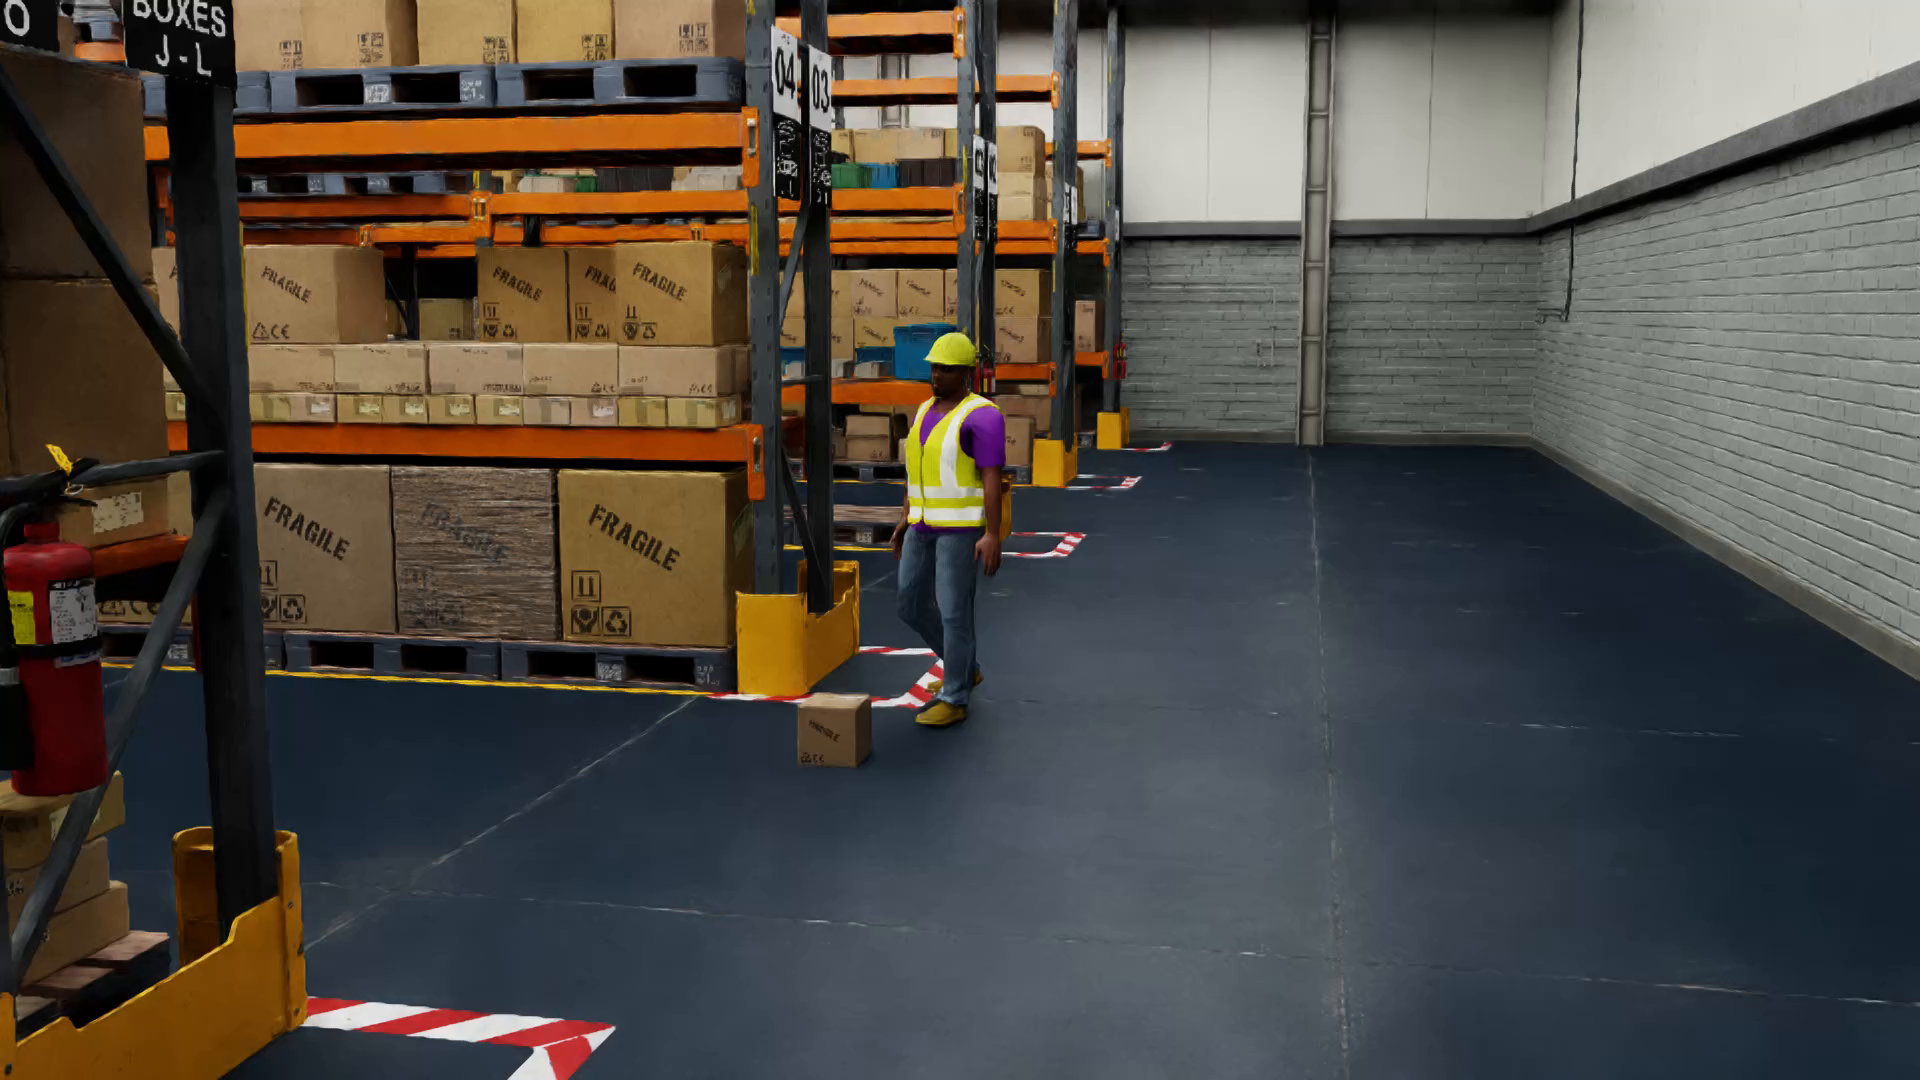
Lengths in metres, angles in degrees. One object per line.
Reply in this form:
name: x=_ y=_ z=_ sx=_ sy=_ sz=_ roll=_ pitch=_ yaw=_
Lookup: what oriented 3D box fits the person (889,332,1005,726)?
person: x=-0.040 y=-0.055 z=7.564 sx=0.523 sy=1.766 sz=0.667 roll=-6 pitch=10 yaw=-37
